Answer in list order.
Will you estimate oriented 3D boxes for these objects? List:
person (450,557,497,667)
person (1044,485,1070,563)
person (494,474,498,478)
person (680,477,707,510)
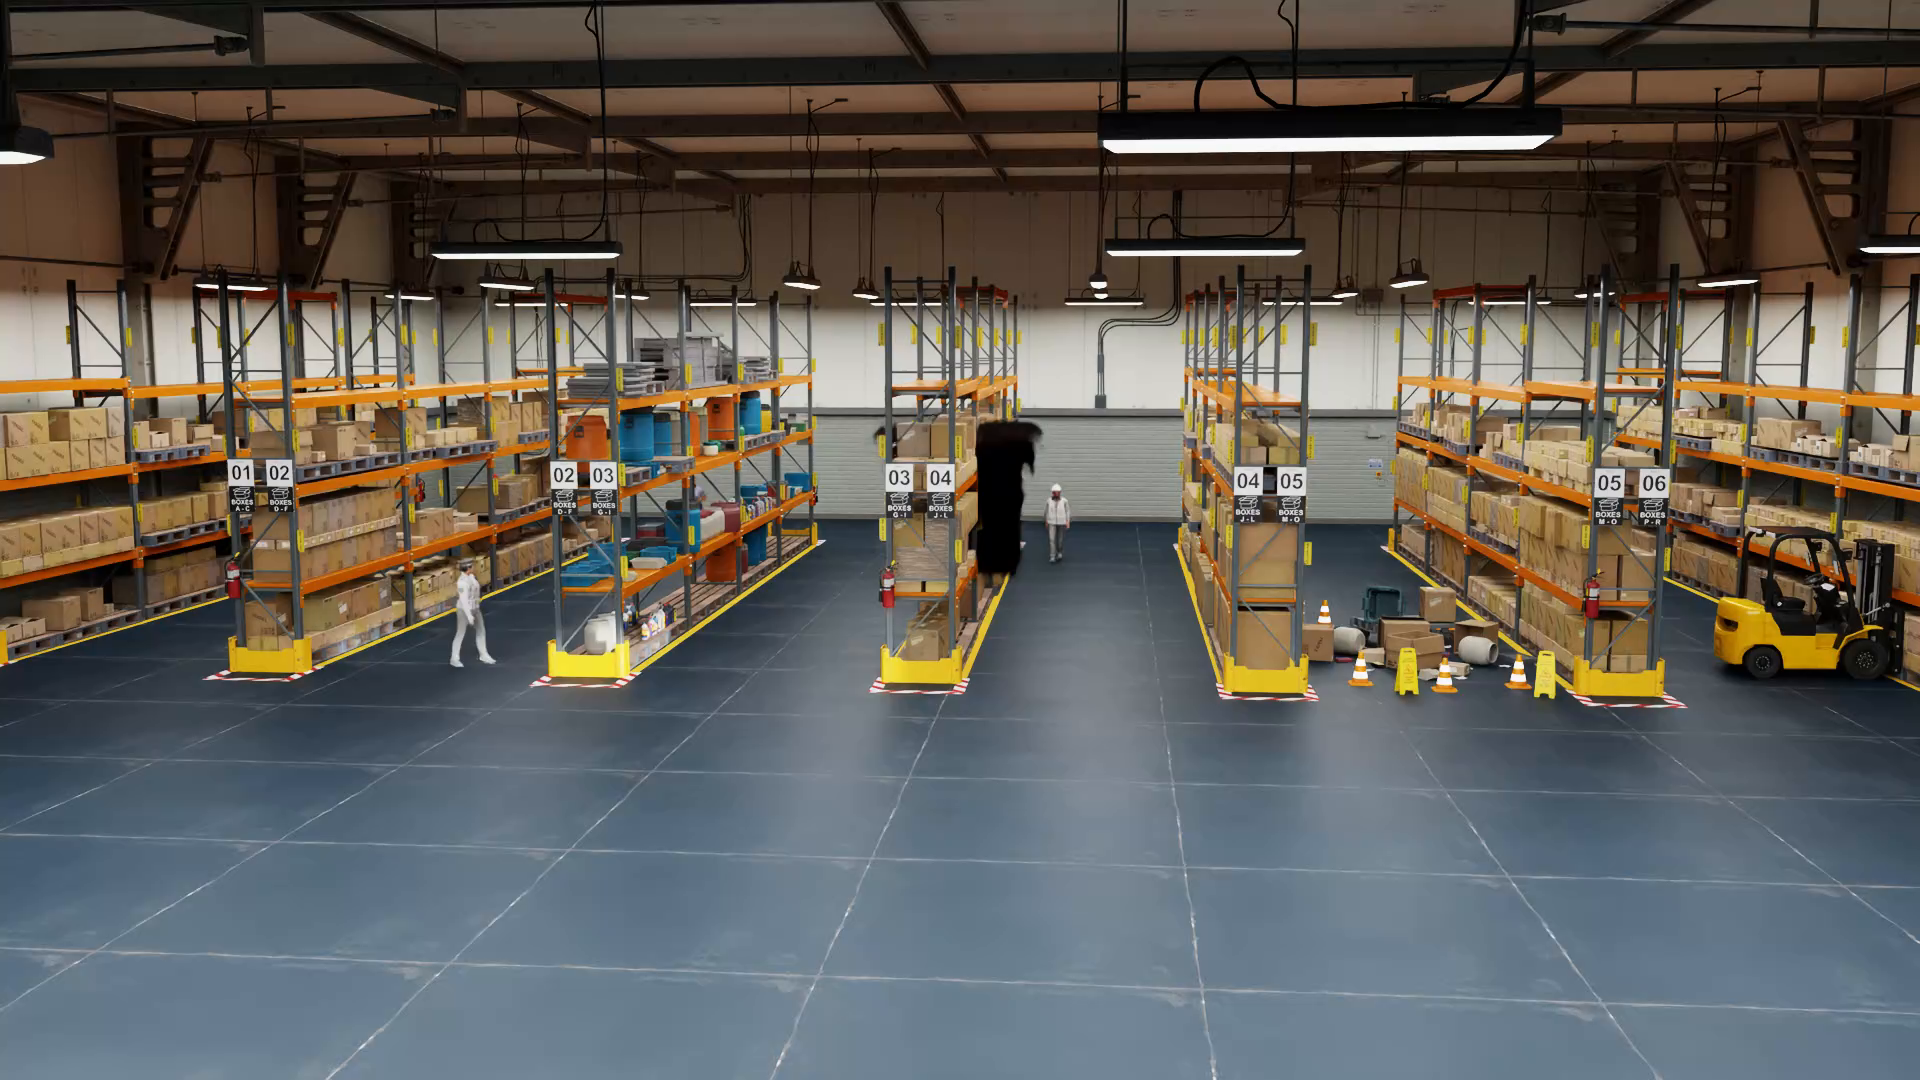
[{"bbox_3d":[-7.493,1.104,25.461,0.519,1.699,0.637,2,7,17],"label":"person"},{"bbox_3d":[2.175,-0.378,37.189,0.573,1.727,1.045,0,7,3],"label":"person"},{"bbox_3d":[-10.990,-0.678,39.487,0.463,1.794,0.574,2,7,16],"label":"person"},{"bbox_3d":[-6.531,-0.742,40.516,0.656,1.588,0.993,1,7,8],"label":"person"}]
